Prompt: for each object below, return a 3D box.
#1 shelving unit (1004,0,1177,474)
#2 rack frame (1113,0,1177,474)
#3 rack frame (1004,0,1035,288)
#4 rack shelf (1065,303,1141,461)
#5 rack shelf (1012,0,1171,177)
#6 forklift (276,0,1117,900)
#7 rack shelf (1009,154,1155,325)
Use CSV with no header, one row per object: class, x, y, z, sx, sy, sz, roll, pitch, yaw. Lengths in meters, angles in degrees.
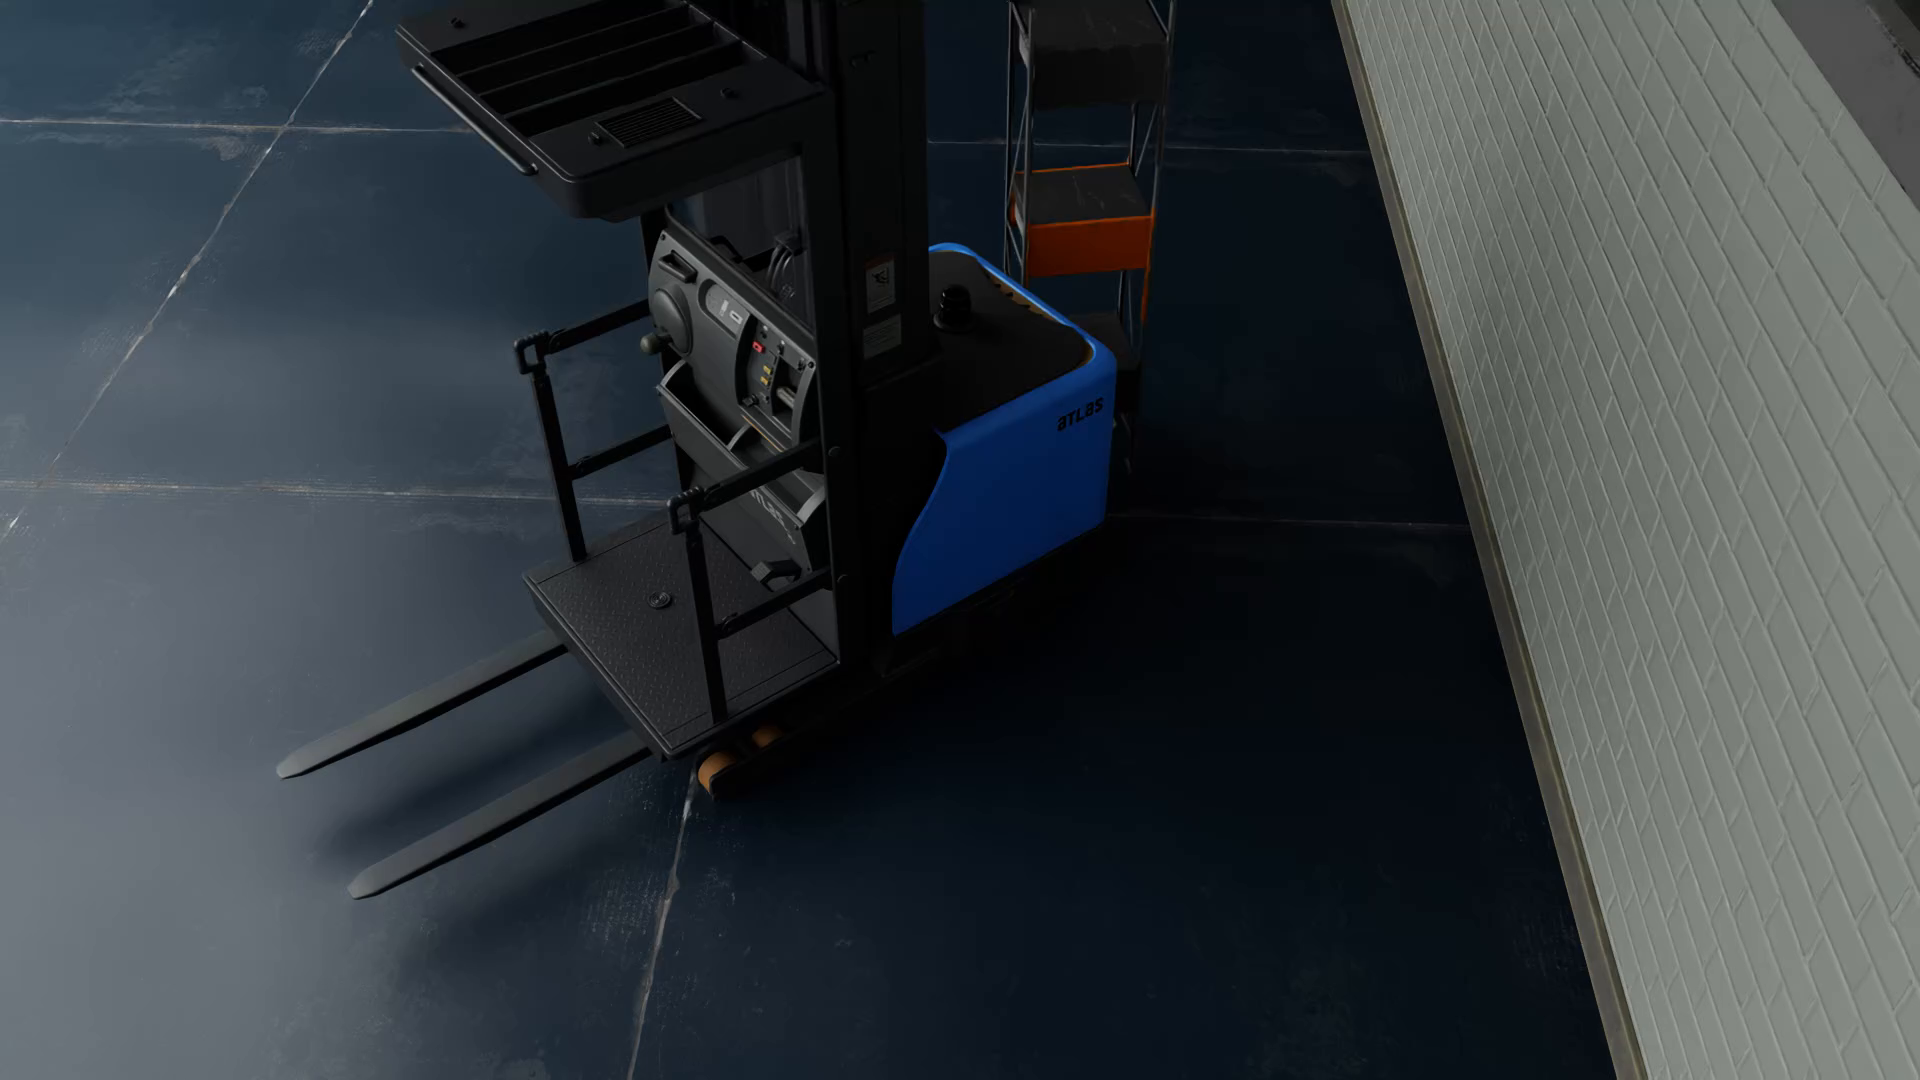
shelving unit,0.456,-1.158,6.452,0.503,2.100,0.431,-6,43,-6
rack frame,0.697,-1.183,6.480,0.015,2.100,0.400,-6,43,-6
rack frame,0.215,-1.132,6.425,0.015,2.100,0.400,-6,43,-6
rack shelf,0.456,-0.636,6.939,0.480,0.518,0.431,-6,43,-6
rack shelf,0.456,-1.660,5.984,0.480,0.518,0.431,-6,43,-6
forklift,-0.903,-0.590,5.233,3.031,2.935,1.130,-28,50,-26
rack shelf,0.456,-1.148,6.462,0.480,0.518,0.431,-6,43,-6
